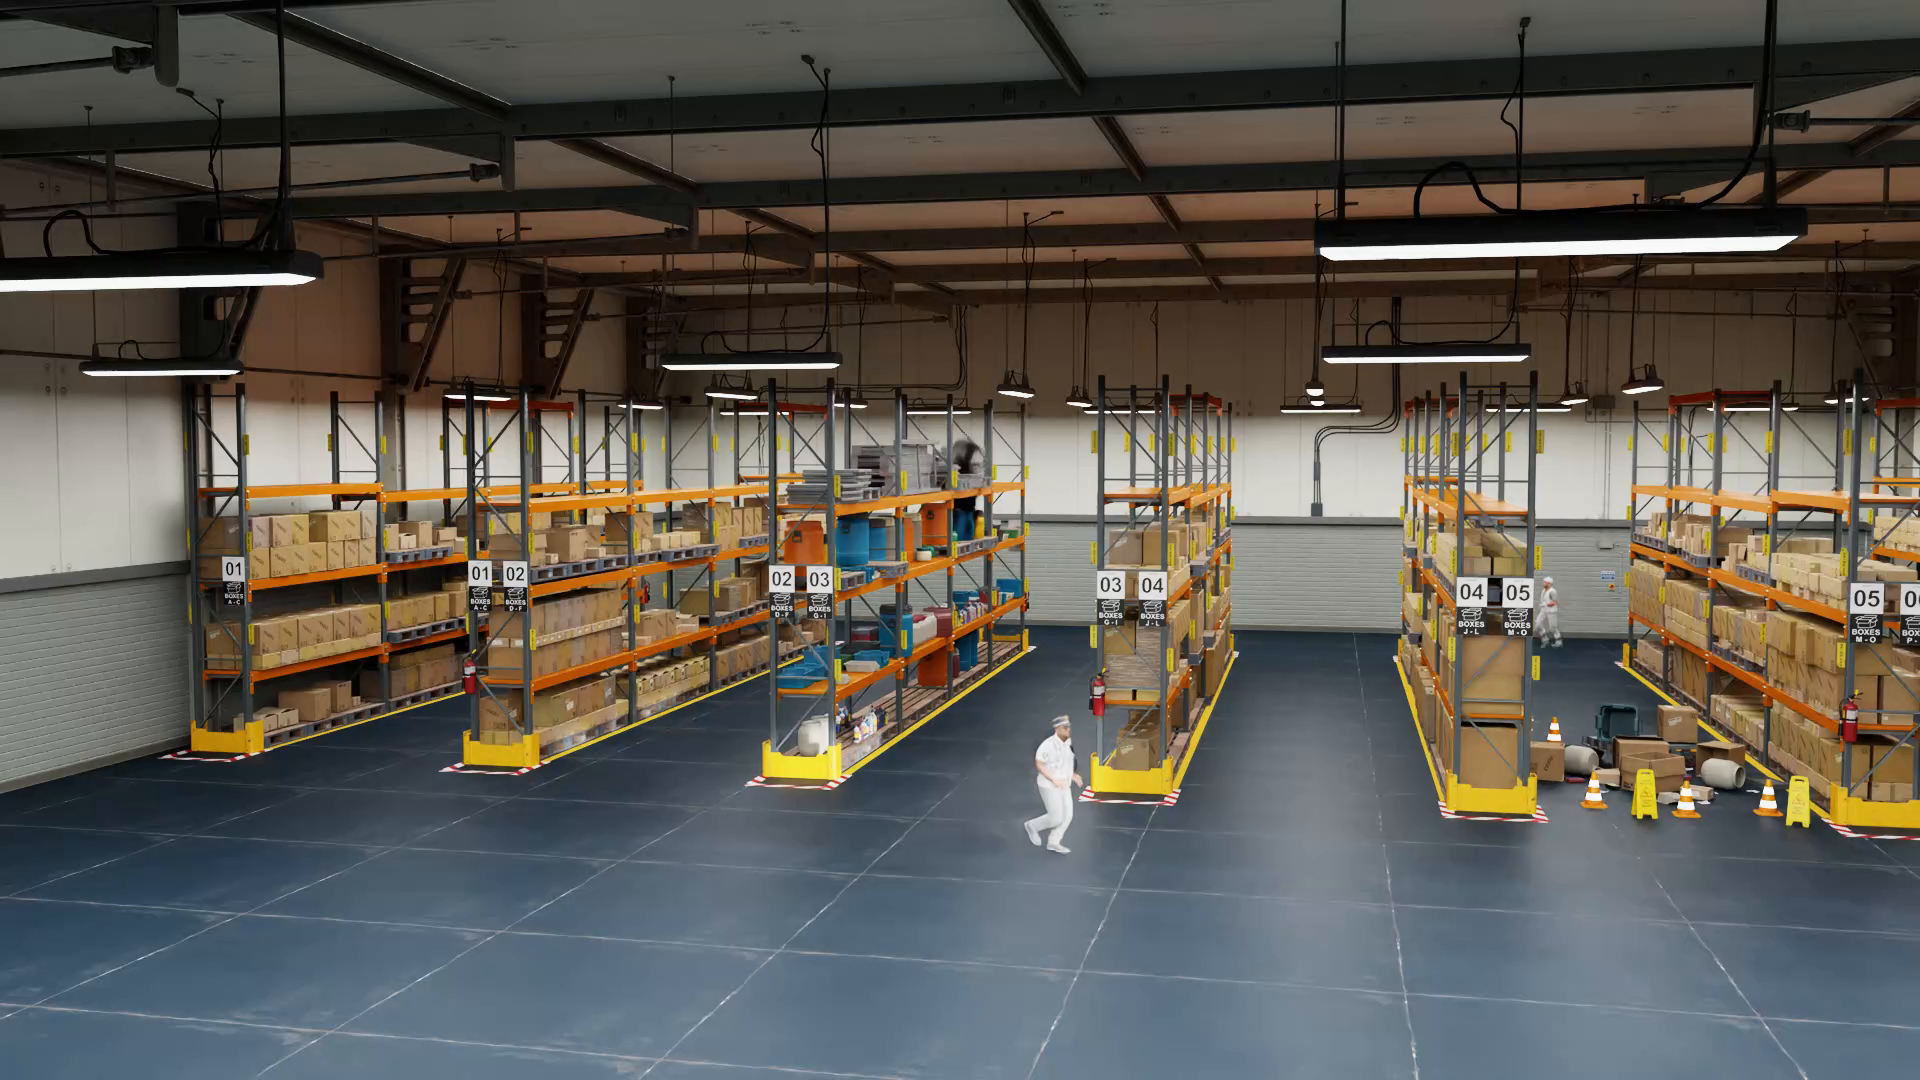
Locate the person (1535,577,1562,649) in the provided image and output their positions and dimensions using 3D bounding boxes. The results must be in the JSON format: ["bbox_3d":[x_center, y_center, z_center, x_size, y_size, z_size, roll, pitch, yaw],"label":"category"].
[{"bbox_3d":[14.431,1.793,40.741,0.798,1.784,0.569,-1,3,-20],"label":"person"}]

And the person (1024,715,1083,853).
[{"bbox_3d":[1.118,2.987,20.453,0.650,1.711,0.664,3,4,38],"label":"person"}]

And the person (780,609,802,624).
[{"bbox_3d":[-4.388,1.674,43.329,0.846,1.740,0.587,2,4,35],"label":"person"}]
